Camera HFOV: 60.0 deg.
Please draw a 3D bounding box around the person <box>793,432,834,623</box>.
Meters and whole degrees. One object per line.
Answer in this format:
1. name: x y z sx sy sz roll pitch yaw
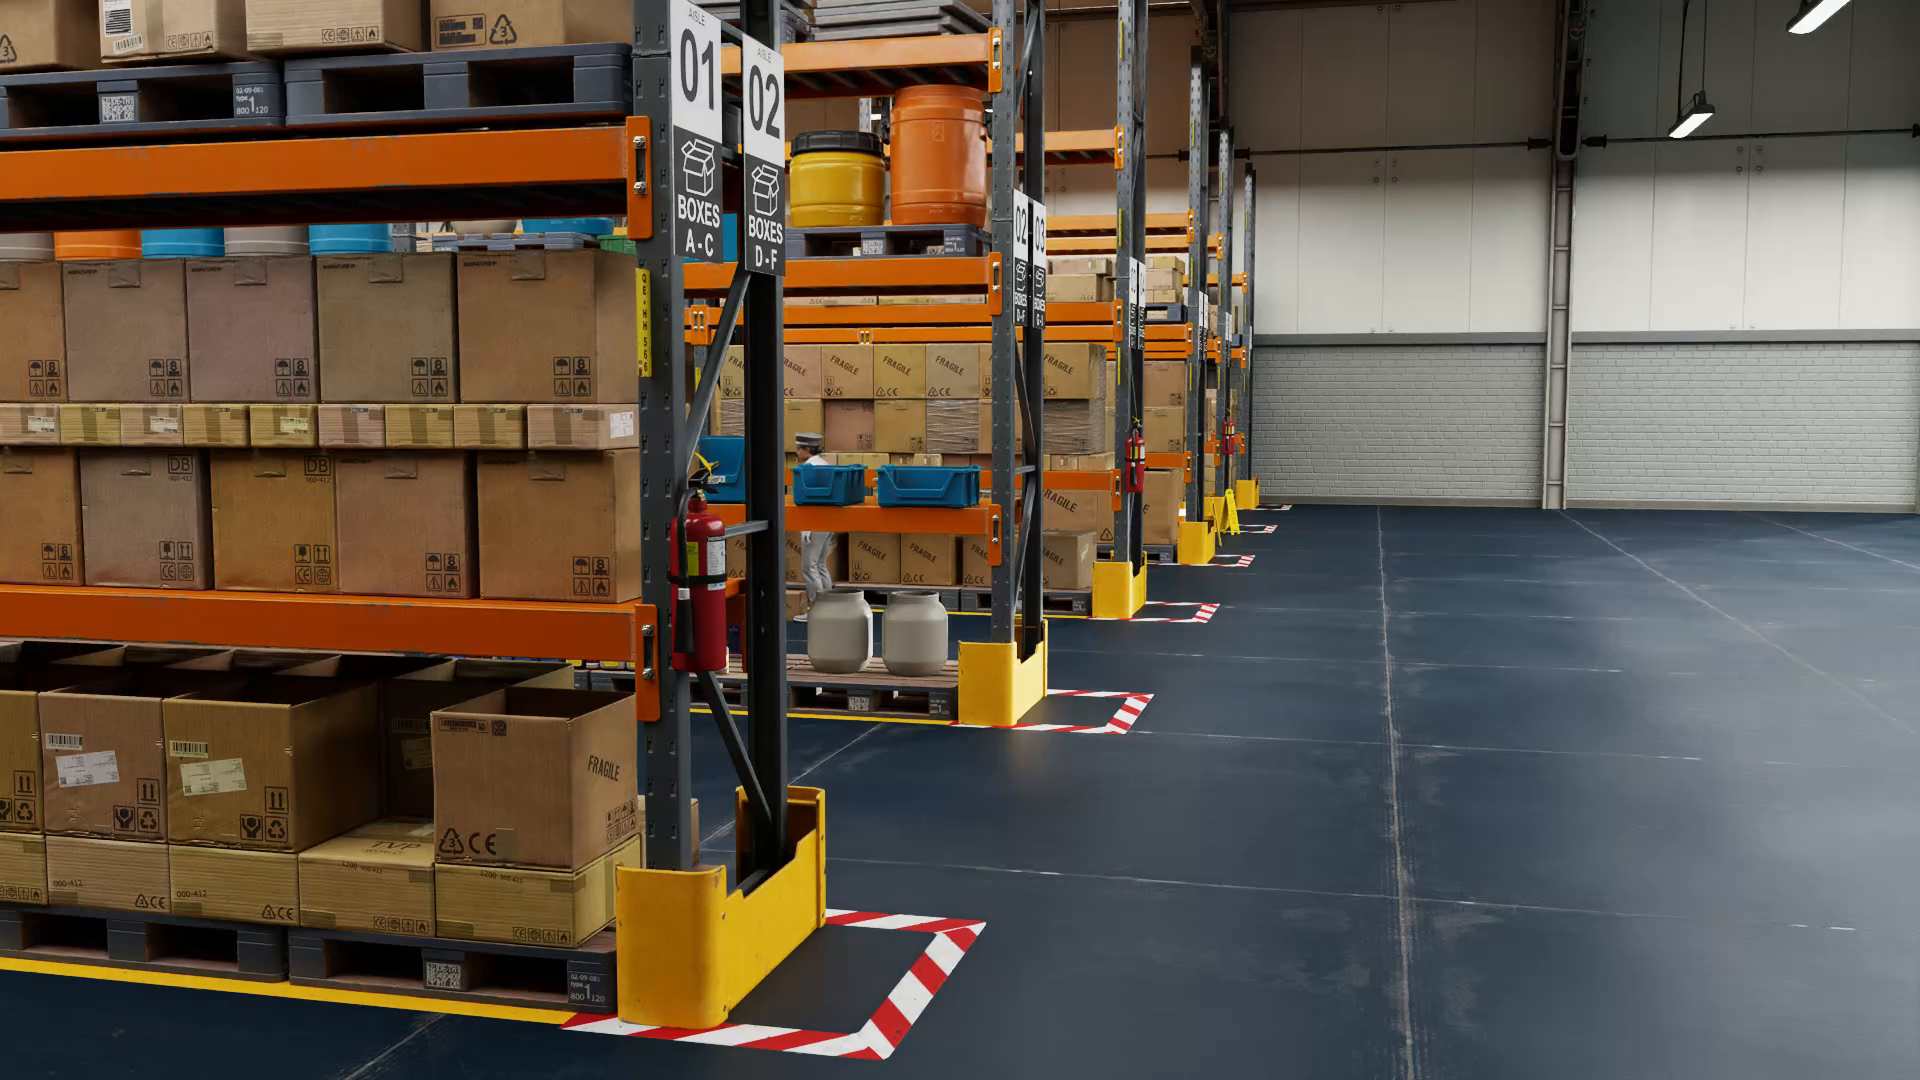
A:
1. person: -1.270 -0.116 14.612 0.374 1.662 0.540 1 5 10
